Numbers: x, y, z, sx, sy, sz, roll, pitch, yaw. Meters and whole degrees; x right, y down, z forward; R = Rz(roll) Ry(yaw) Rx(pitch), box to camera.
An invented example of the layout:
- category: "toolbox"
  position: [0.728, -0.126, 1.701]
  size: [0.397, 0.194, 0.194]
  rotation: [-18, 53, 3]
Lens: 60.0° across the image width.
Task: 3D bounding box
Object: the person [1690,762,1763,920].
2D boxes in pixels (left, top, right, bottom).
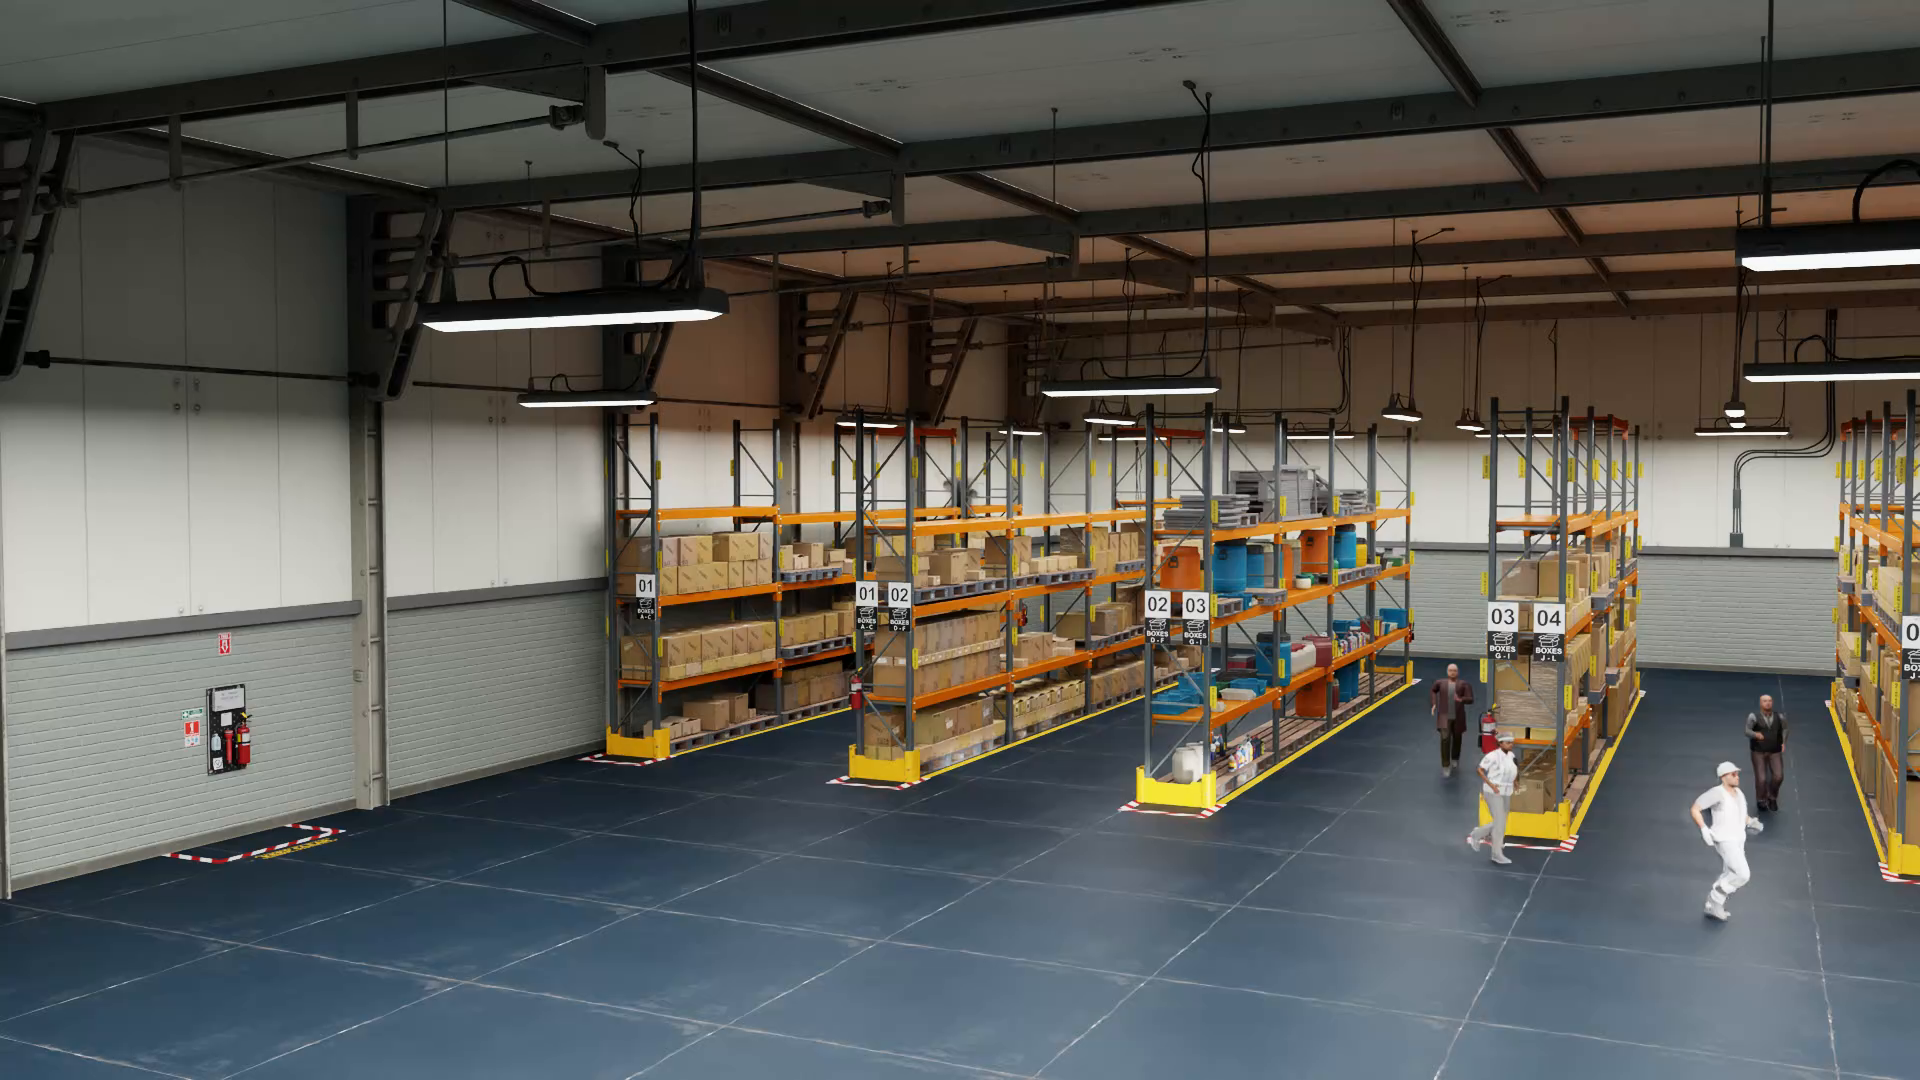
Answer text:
- category: "person"
  position: [8.525, 3.331, 18.363]
  size: [0.646, 1.743, 0.650]
  rotation: [-2, 3, -33]

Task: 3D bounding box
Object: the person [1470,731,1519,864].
- category: "person"
  position: [6.935, 3.278, 21.451]
  size: [0.638, 1.651, 0.738]
  rotation: [-1, 3, -29]

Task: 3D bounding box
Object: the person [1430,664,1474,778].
- category: "person"
  position: [8.088, 2.939, 27.350]
  size: [0.687, 1.807, 0.991]
  rotation: [1, 2, 14]

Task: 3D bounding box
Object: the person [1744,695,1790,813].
- category: "person"
  position: [11.797, 3.129, 24.278]
  size: [0.642, 1.717, 0.647]
  rotation: [1, 3, 18]
